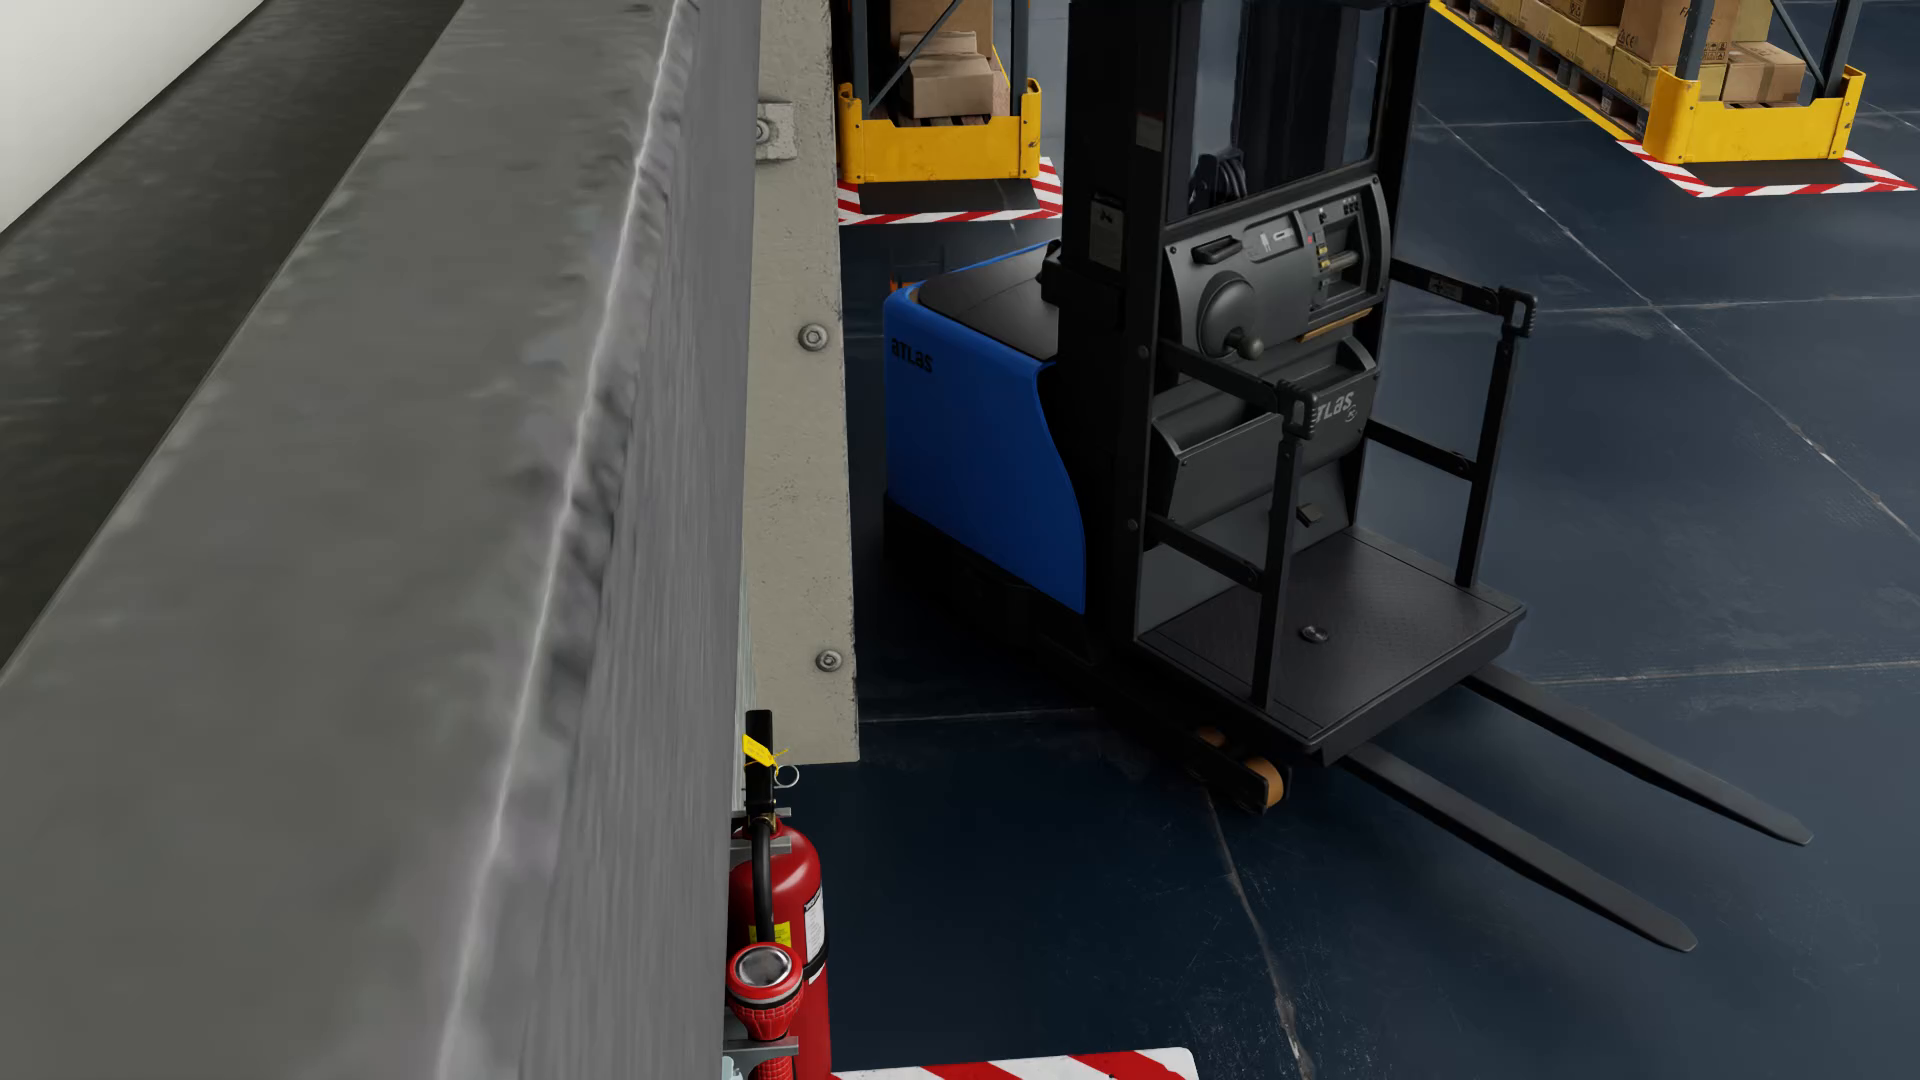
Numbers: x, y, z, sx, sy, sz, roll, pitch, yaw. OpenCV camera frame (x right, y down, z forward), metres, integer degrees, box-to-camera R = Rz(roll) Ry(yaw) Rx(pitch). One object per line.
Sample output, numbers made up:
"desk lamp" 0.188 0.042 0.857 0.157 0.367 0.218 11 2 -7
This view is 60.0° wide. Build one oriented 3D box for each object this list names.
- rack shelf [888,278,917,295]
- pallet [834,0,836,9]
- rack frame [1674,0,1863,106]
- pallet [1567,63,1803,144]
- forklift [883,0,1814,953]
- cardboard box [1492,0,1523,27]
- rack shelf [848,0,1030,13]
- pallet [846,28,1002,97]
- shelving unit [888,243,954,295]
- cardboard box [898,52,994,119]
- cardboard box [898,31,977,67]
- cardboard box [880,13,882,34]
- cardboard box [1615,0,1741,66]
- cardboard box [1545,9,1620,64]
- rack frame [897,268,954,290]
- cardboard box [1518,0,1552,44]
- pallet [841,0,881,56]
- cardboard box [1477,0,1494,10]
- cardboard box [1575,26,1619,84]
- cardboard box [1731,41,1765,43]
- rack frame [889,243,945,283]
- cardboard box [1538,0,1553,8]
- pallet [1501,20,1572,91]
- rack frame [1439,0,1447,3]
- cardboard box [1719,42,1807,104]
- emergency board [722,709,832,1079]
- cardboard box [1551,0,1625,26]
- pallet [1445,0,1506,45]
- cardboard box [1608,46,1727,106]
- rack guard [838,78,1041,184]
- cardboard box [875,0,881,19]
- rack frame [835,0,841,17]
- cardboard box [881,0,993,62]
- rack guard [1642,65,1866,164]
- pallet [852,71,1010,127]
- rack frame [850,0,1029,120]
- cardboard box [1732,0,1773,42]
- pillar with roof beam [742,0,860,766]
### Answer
"rack shelf" -0.137 -0.784 6.007 0.215 0.259 0.240 -4 31 -7
"pallet" -0.563 -4.692 13.900 1.003 0.211 1.213 -3 31 -5
"rack frame" 4.817 -3.689 9.501 1.000 3.000 0.127 -3 31 -5
"pallet" 4.704 -2.881 10.866 1.003 0.211 1.213 -3 31 -5
"forklift" 1.066 -0.748 4.644 1.130 2.935 3.031 -24 38 -34
"cardboard box" 4.268 -3.969 12.241 0.500 0.250 0.500 -3 31 -5
"rack shelf" -0.302 -4.162 10.995 1.077 0.370 4.000 -3 31 -5
"pallet" -0.274 -3.329 11.618 1.003 0.211 1.213 -3 31 -5
"shelving unit" -0.137 -0.550 6.147 0.215 1.050 0.252 -4 31 -7
"cardboard box" -0.090 -2.842 10.276 0.500 0.311 0.500 -6 31 -10
"cardboard box" -0.143 -3.133 10.763 0.500 0.311 0.500 0 31 0
"cardboard box" -0.359 -3.640 11.769 0.380 0.149 0.250 -5 31 -9
"cardboard box" 4.470 -3.270 10.341 0.500 0.500 0.500 -3 31 -5
"cardboard box" 4.365 -3.459 11.387 0.500 0.250 0.500 -3 31 -5
"rack frame" -0.119 -0.488 6.043 0.200 1.050 0.008 -4 31 -7
"cardboard box" 4.320 -3.714 11.814 0.500 0.250 0.500 -3 31 -5
"pallet" -0.391 -3.954 12.663 1.003 0.211 1.213 -3 31 -5
"cardboard box" 4.226 -4.224 12.669 0.500 0.250 0.500 -3 31 -5
"cardboard box" 4.414 -3.203 10.960 0.500 0.250 0.500 -3 31 -5
"cardboard box" 4.938 -3.229 11.002 0.500 0.250 0.500 -3 31 -5
"rack frame" -0.155 -0.612 6.250 0.200 1.050 0.008 -4 31 -7
"cardboard box" 4.317 -4.036 11.622 0.500 0.500 0.500 -3 31 -5
"pallet" 4.593 -3.502 11.907 1.003 0.211 1.213 -3 31 -5
"rack frame" 4.443 -5.731 12.920 1.000 3.000 0.127 -3 31 -5
"cardboard box" 4.988 -2.973 10.575 0.500 0.250 0.500 -3 31 -5
"emergency board" -0.288 0.561 2.386 0.194 1.169 0.643 -3 31 -5
"cardboard box" 4.362 -3.780 11.194 0.500 0.500 0.500 -3 31 -5
"pallet" 4.476 -4.126 12.952 1.003 0.211 1.213 -3 31 -5
"cardboard box" 4.473 -2.949 10.533 0.500 0.250 0.500 -3 31 -5
"rack guard" -0.122 -2.416 9.807 1.175 0.500 0.348 -3 31 -5
"cardboard box" -0.352 -4.080 12.164 0.500 0.500 0.500 -5 31 -8
"rack frame" -0.489 -5.492 12.520 1.000 3.000 0.127 -3 31 -5
"cardboard box" -0.162 -3.591 11.346 0.700 0.500 0.500 -5 31 -8
"rack guard" 4.819 -2.604 10.122 1.175 0.500 0.348 -3 31 -5
"pallet" -0.163 -2.708 10.578 1.003 0.211 1.213 -3 31 -5
"rack frame" -0.115 -3.450 9.101 1.000 3.000 0.127 -3 31 -5
"cardboard box" 4.940 -3.551 10.810 0.500 0.500 0.500 -3 31 -5
"pillar with roof beam" 3.805 -3.484 3.308 9.100 9.000 0.400 -3 31 -5
